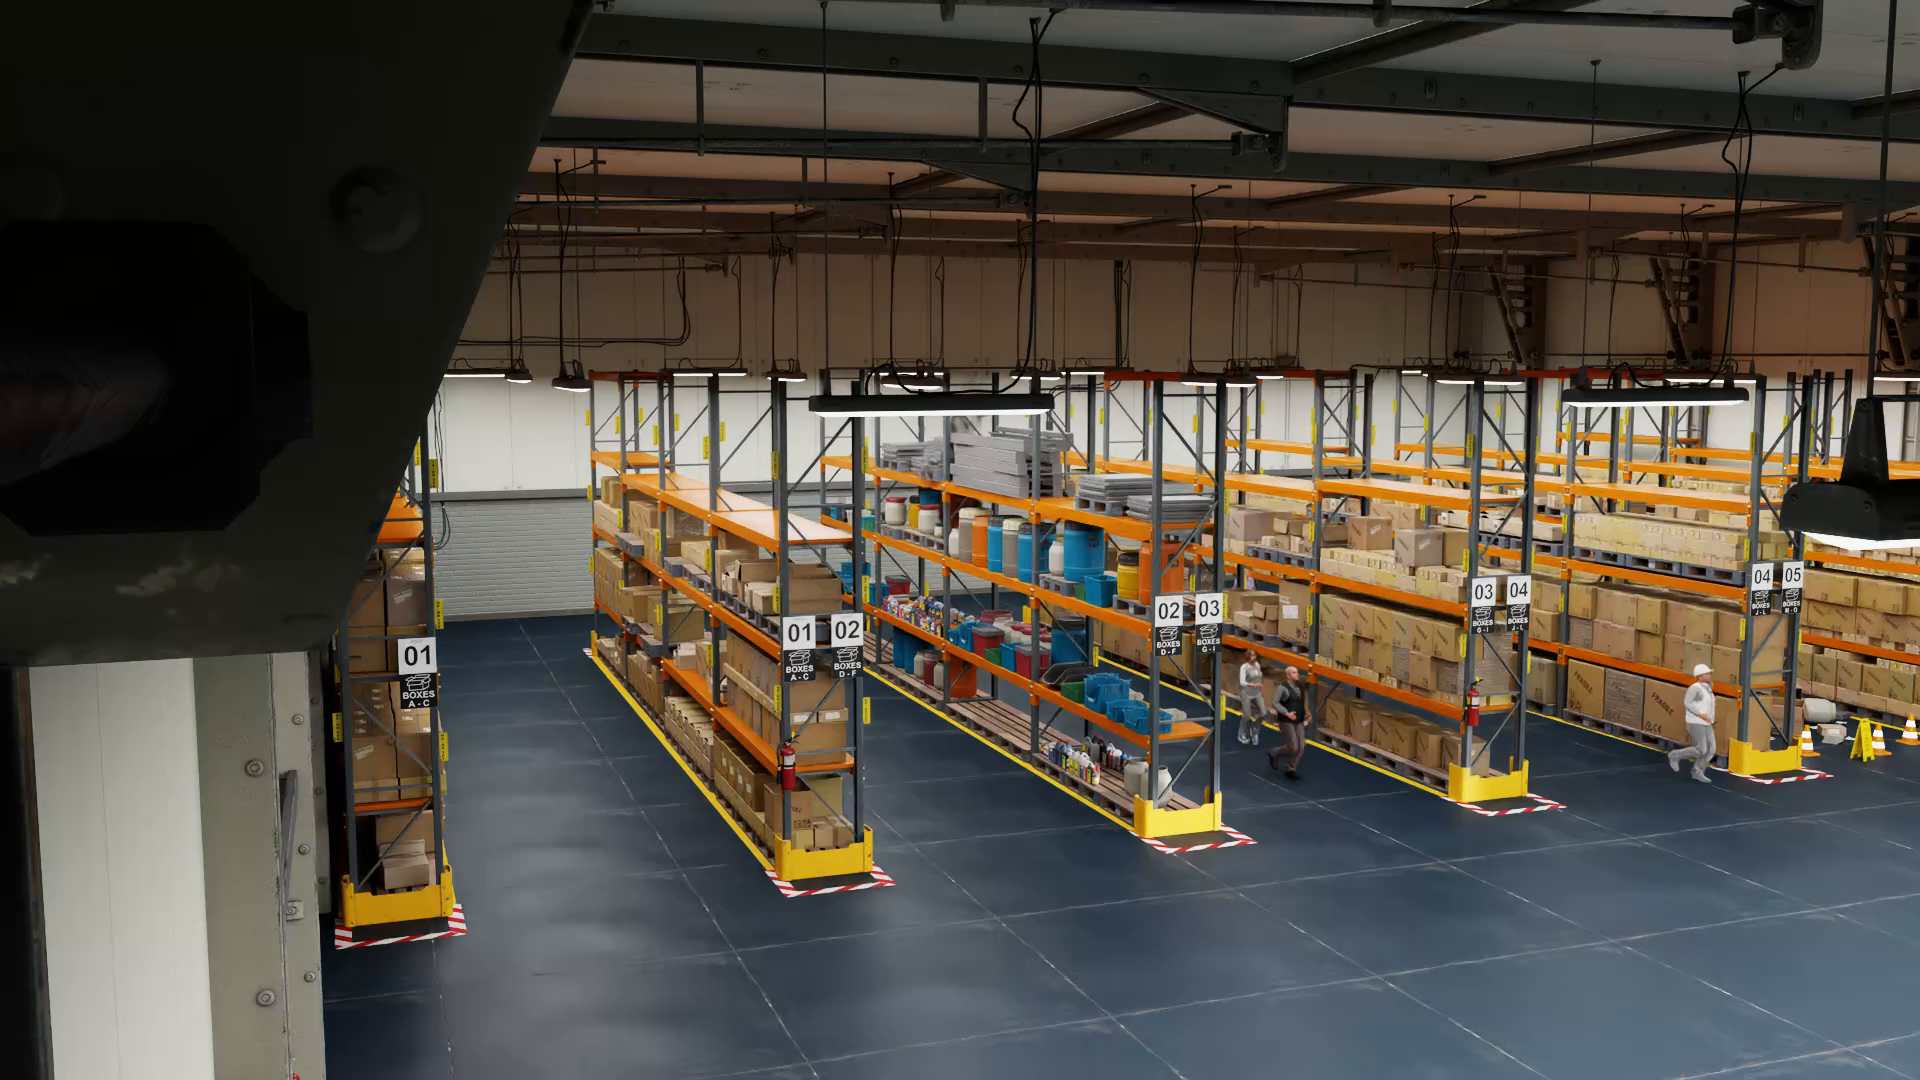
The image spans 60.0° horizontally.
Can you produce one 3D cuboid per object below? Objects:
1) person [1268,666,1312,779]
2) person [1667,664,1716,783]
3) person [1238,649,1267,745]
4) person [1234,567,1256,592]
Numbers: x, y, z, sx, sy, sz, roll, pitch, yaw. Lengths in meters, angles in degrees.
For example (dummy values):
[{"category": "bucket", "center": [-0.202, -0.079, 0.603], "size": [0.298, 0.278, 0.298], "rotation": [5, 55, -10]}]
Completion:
[{"category": "person", "center": [4.941, 2.717, 24.934], "size": [0.653, 1.677, 0.584], "rotation": [-5, 8, -38]}, {"category": "person", "center": [10.998, 2.714, 24.847], "size": [0.681, 1.742, 0.648], "rotation": [-6, 9, -42]}, {"category": "person", "center": [4.727, 2.539, 26.865], "size": [0.510, 1.578, 0.644], "rotation": [-3, 7, -25]}, {"category": "person", "center": [6.280, 1.421, 36.774], "size": [0.613, 1.691, 0.895], "rotation": [-2, 7, -19]}]
